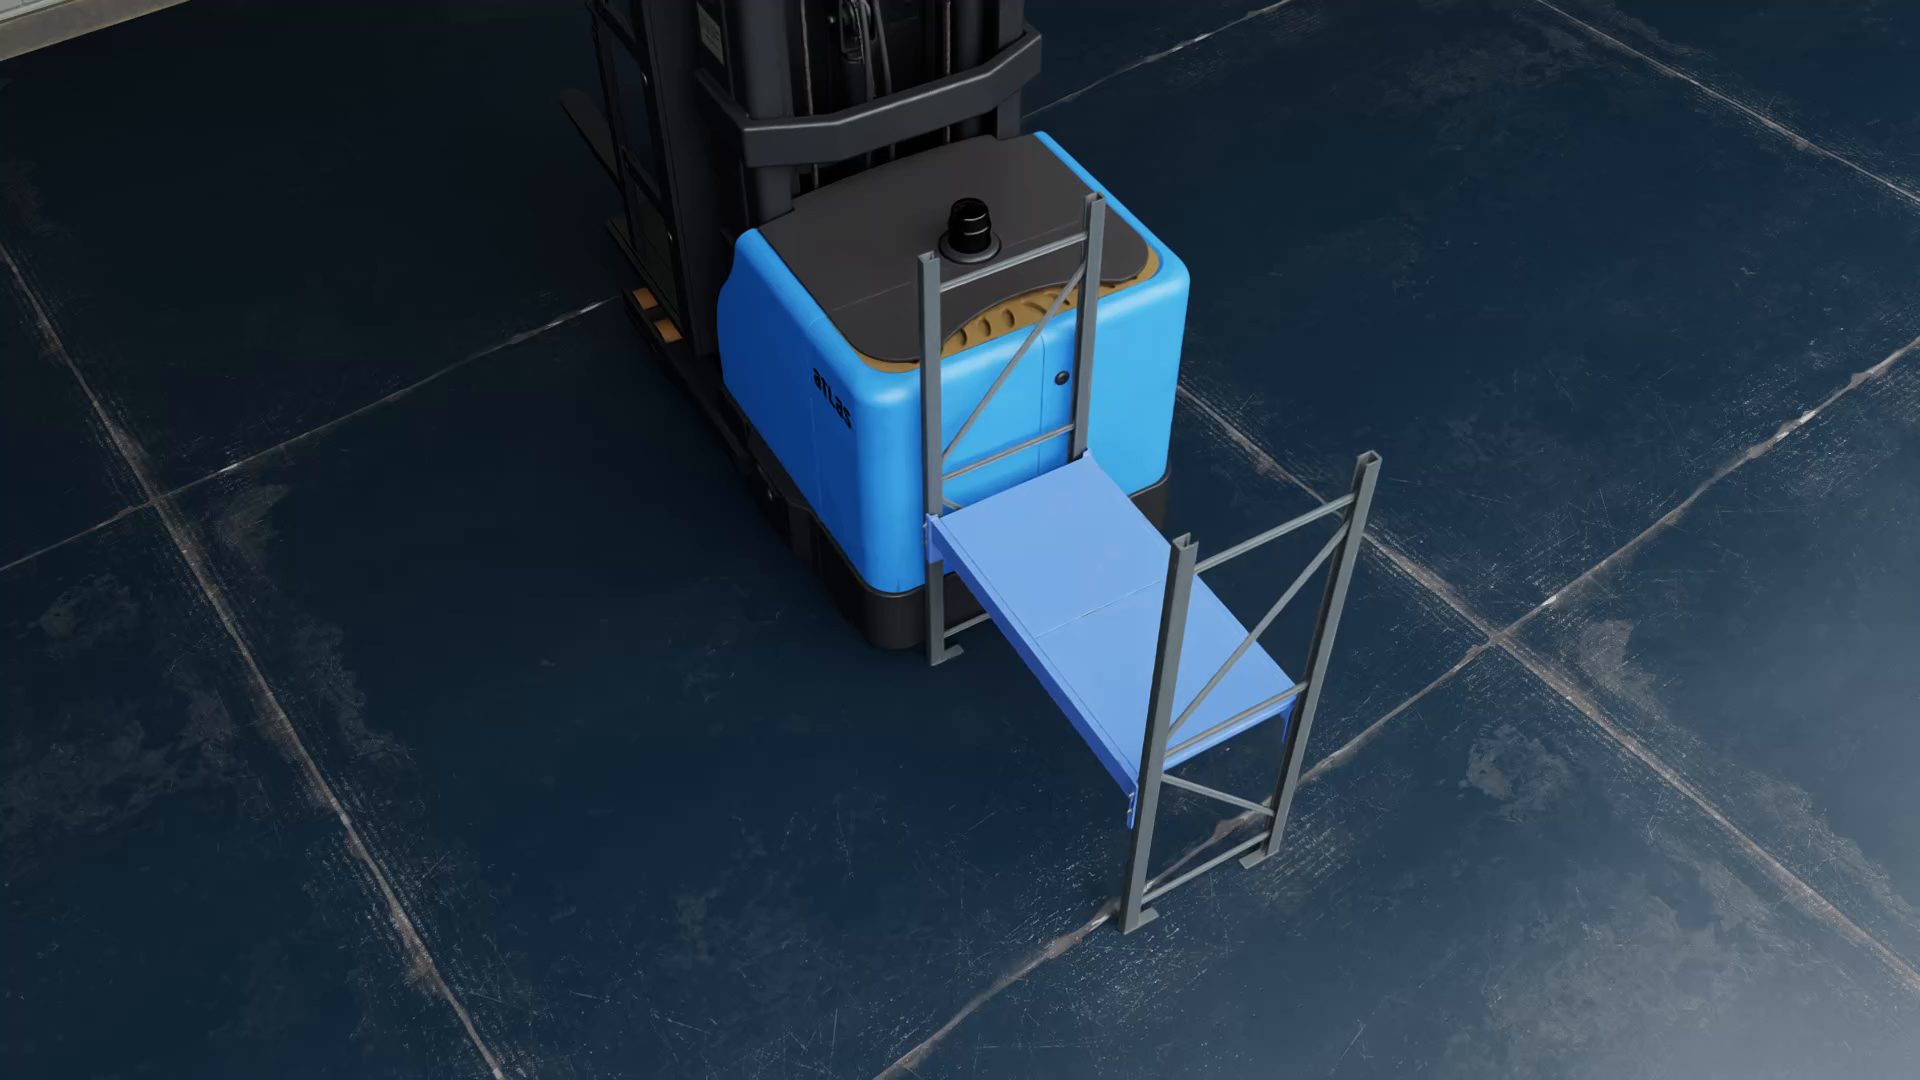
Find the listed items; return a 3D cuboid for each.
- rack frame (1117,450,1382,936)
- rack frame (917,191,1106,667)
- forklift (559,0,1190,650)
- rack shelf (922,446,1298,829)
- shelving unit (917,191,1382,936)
[{"bbox_3d":[0.634,0.422,3.856,0.500,1.500,0.032,-23,52,-20],"label":"rack frame"},{"bbox_3d":[0.125,-0.231,4.447,0.500,1.500,0.032,-23,52,-20],"label":"rack frame"},{"bbox_3d":[-0.533,-1.752,4.860,1.130,2.935,3.031,-23,52,-20],"label":"forklift"},{"bbox_3d":[0.380,0.216,4.284,0.538,0.185,1.000,-23,52,-20],"label":"rack shelf"},{"bbox_3d":[0.380,0.095,4.151,0.538,1.500,1.048,-23,52,-20],"label":"shelving unit"}]
